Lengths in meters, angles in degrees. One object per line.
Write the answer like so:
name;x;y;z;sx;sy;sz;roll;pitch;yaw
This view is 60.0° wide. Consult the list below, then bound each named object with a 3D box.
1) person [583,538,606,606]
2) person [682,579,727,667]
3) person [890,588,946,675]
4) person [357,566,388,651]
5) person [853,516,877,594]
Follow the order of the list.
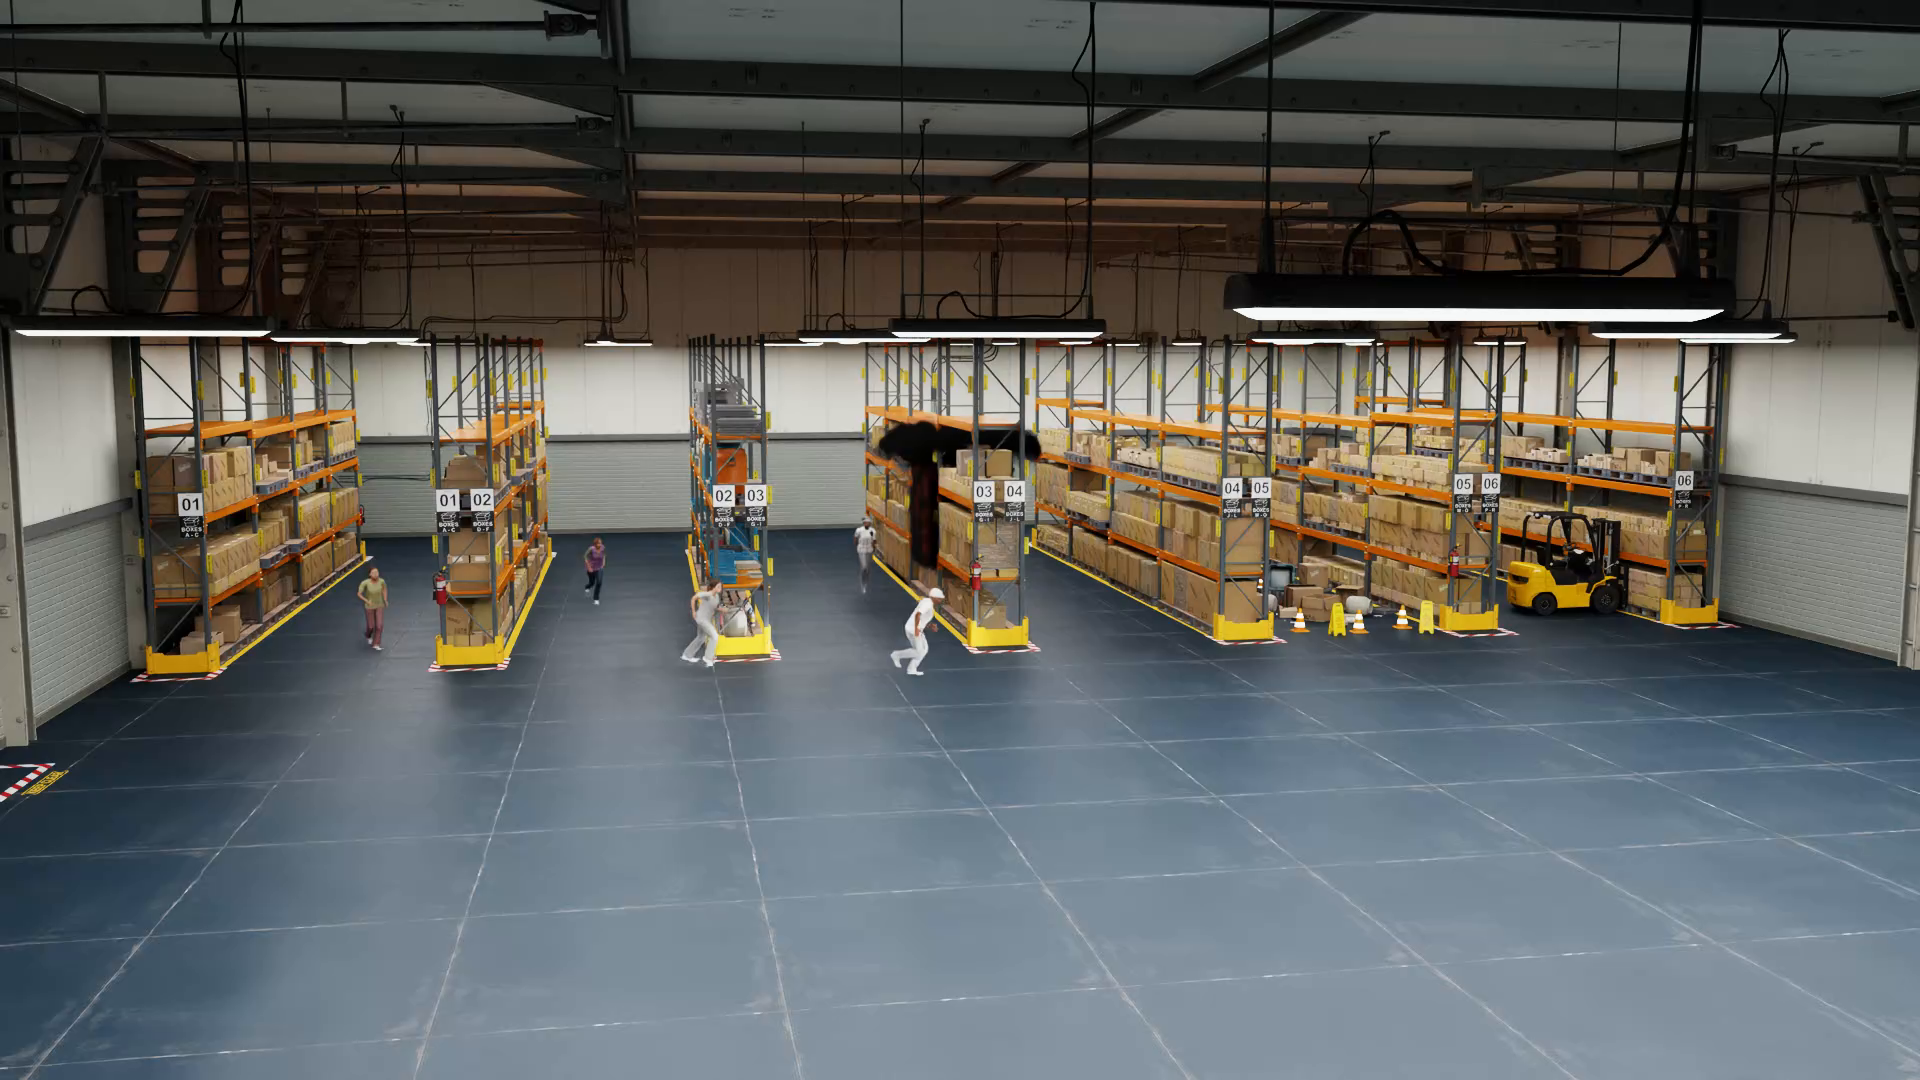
person;-8.280;0.689;37.539;0.551;1.550;0.869;-5;8;-36
person;-4.638;1.524;30.078;0.906;1.664;0.596;2;7;19
person;-0.740;1.619;29.191;0.982;1.560;0.720;0;7;4
person;-11.245;1.289;31.847;0.576;1.618;0.720;-4;8;-31
person;-2.127;0.325;37.675;0.487;1.762;0.783;-2;7;-19
